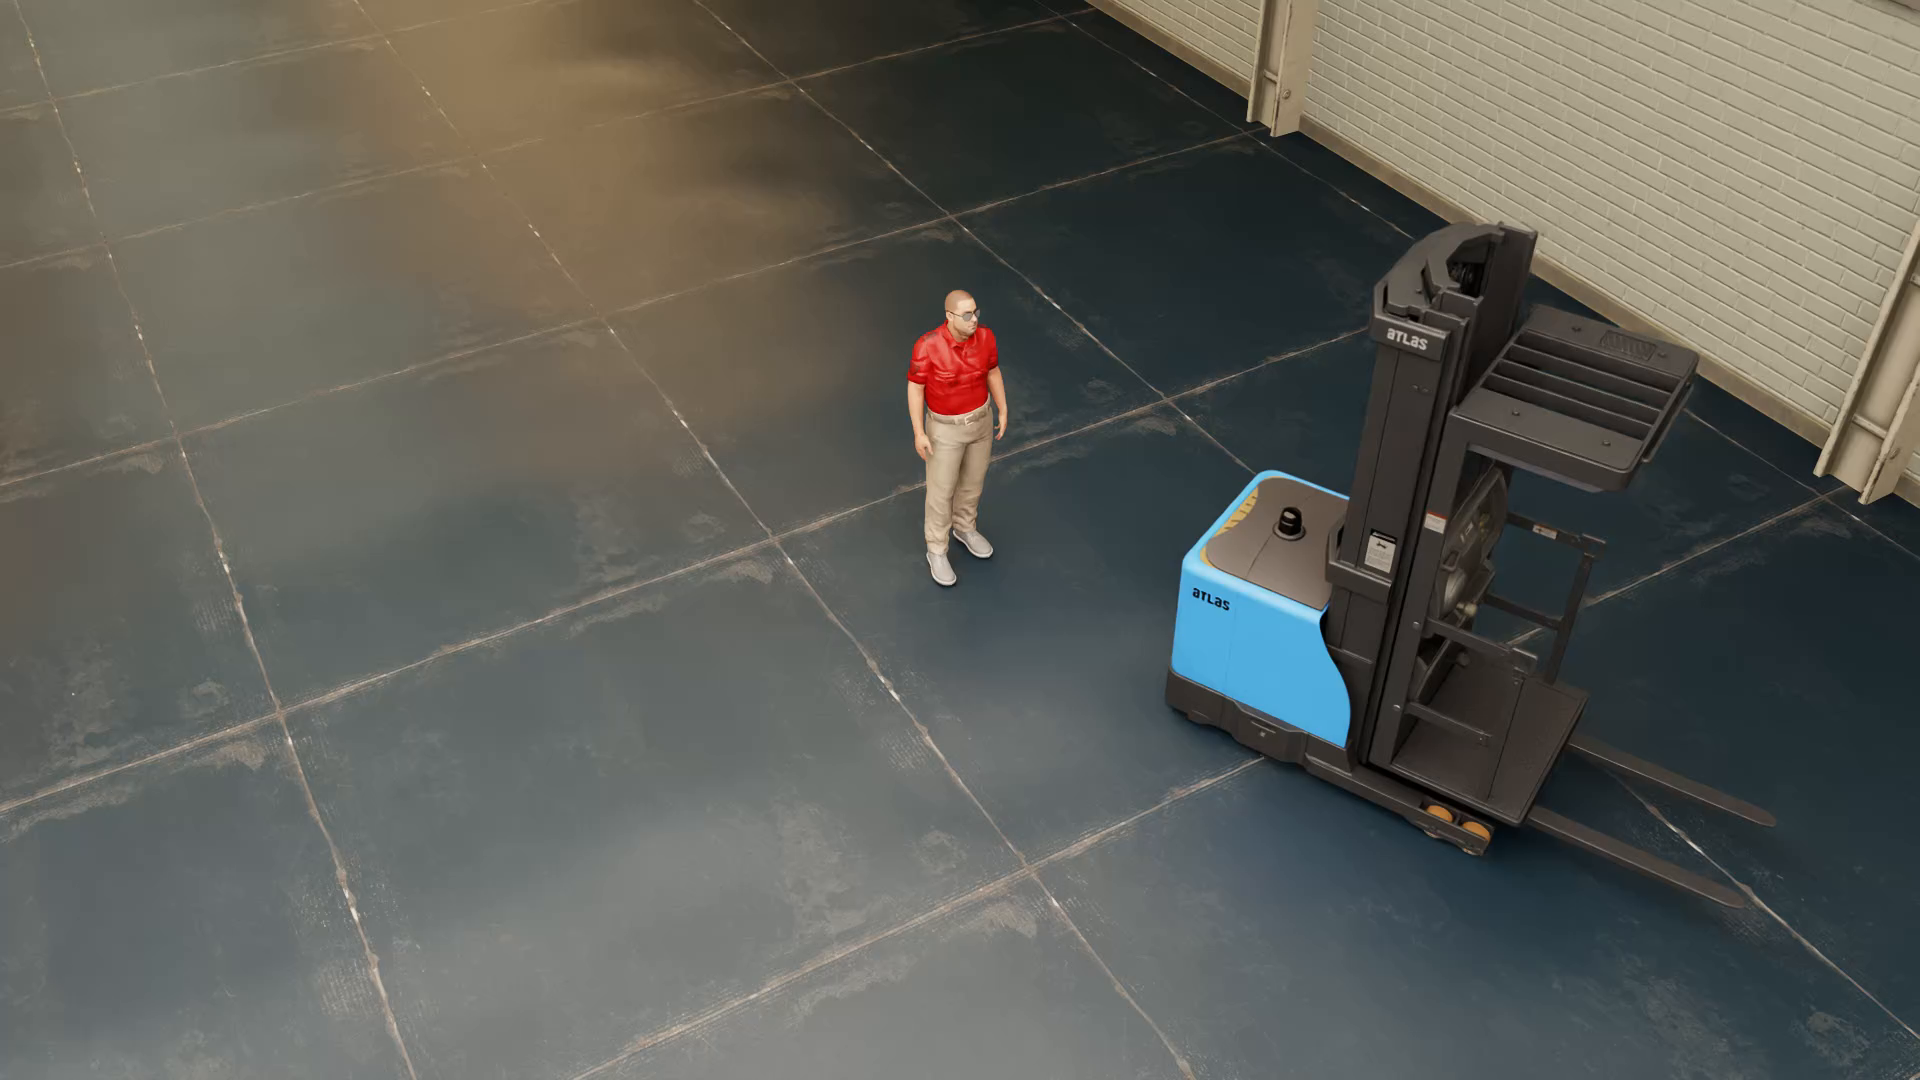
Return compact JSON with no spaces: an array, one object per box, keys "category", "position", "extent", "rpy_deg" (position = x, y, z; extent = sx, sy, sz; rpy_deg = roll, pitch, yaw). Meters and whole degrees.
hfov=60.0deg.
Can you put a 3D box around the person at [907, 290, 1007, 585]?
[{"category":"person","position":[0.035,-0.618,9.711],"extent":[0.642,1.727,0.550],"rpy_deg":[-20,44,-23]}]

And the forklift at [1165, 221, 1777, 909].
[{"category":"forklift","position":[2.638,0.073,7.948],"extent":[3.031,2.935,1.130],"rpy_deg":[23,45,26]}]
